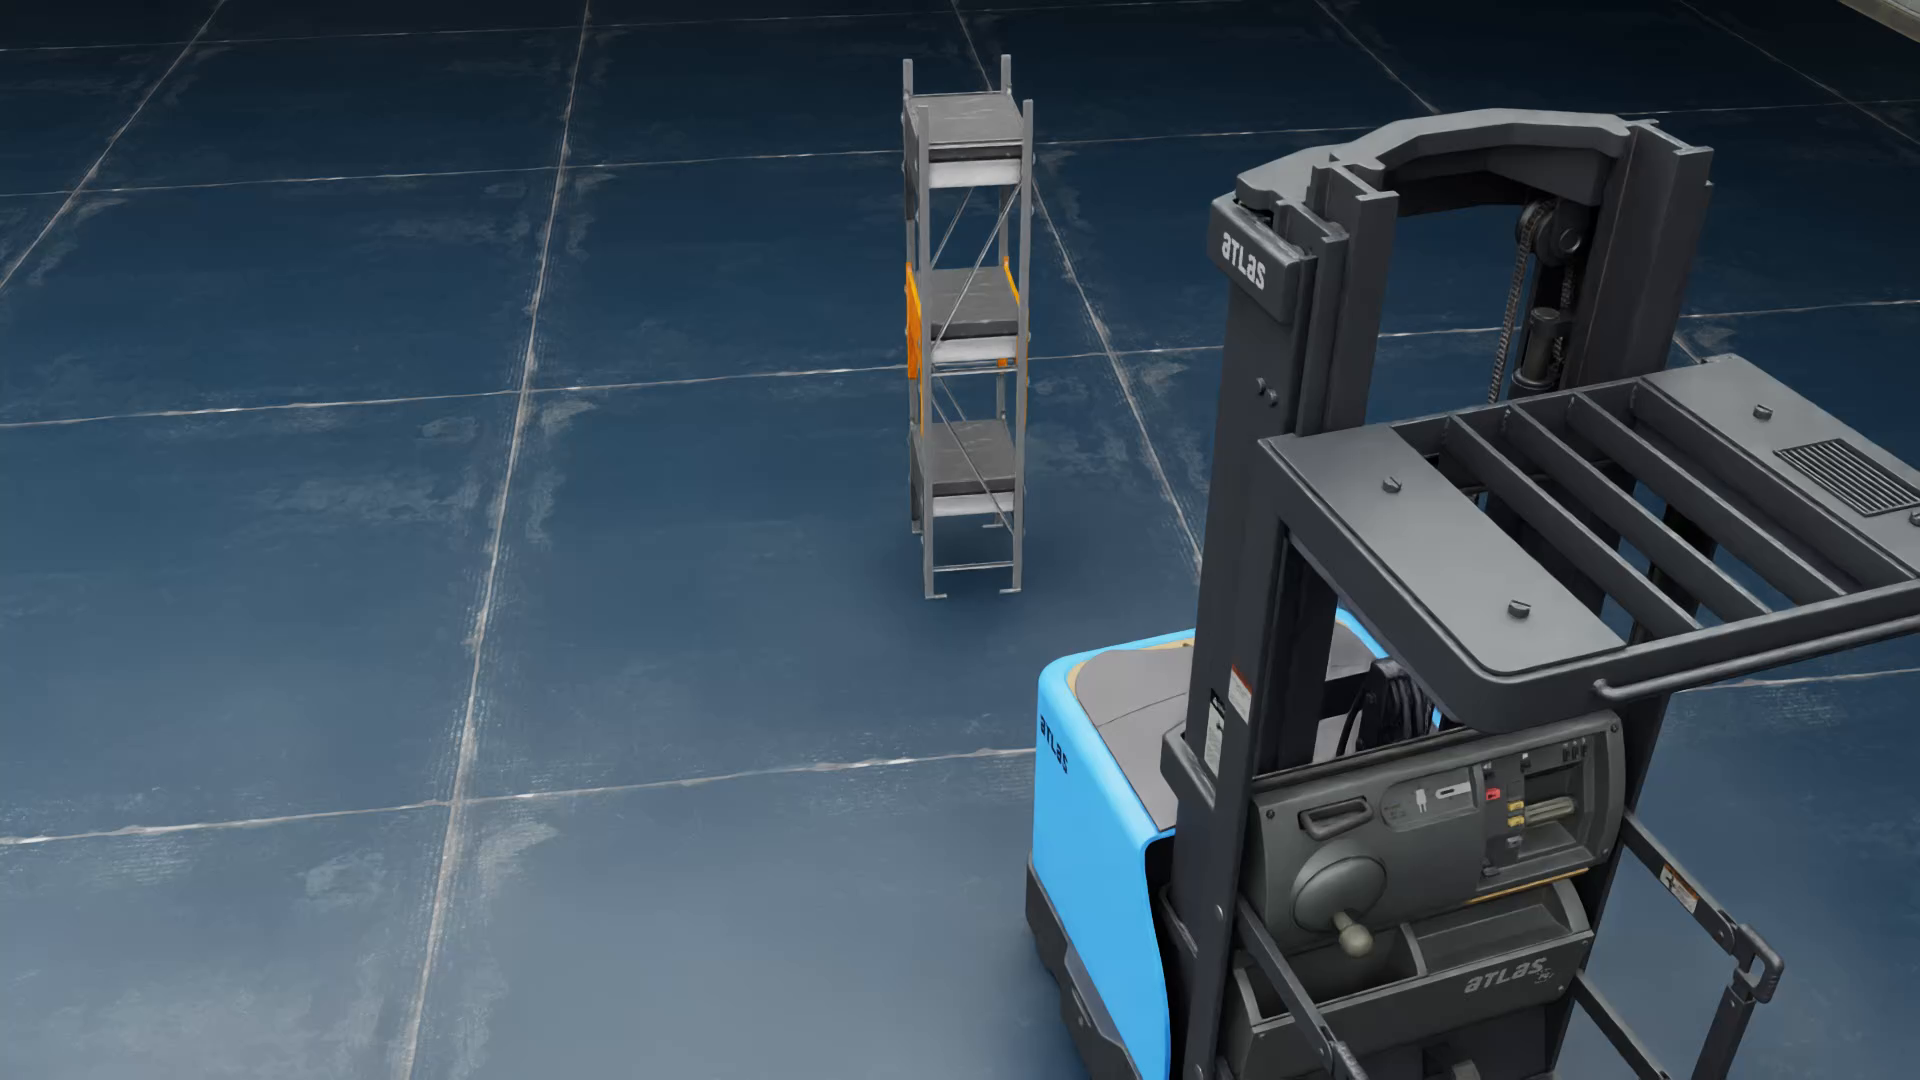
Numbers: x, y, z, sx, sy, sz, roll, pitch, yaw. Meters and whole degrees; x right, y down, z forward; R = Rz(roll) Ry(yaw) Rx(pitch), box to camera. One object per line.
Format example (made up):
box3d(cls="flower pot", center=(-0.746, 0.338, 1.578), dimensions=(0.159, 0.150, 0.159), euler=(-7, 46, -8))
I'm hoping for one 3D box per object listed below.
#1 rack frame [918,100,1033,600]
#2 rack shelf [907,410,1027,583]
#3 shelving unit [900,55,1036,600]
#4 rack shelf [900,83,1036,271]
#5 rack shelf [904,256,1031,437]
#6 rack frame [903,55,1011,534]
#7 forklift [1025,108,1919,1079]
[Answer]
box3d(cls="rack frame", center=(0.055, -0.639, 6.323), dimensions=(0.400, 2.100, 0.015), euler=(-4, 35, -6))
box3d(cls="rack shelf", center=(0.022, -0.186, 6.925), dimensions=(0.431, 0.518, 0.480), euler=(-4, 35, -6))
box3d(cls="shelving unit", center=(0.022, -0.775, 6.523), dimensions=(0.431, 2.100, 0.503), euler=(-4, 35, -6))
box3d(cls="rack shelf", center=(0.022, -1.342, 6.137), dimensions=(0.431, 0.518, 0.480), euler=(-4, 35, -6))
box3d(cls="rack shelf", center=(0.022, -0.764, 6.531), dimensions=(0.431, 0.518, 0.480), euler=(-4, 35, -6))
box3d(cls="rack frame", center=(-0.011, -0.911, 6.723), dimensions=(0.400, 2.100, 0.015), euler=(-4, 35, -6))
box3d(cls="forklift", center=(1.165, 0.725, 3.583), dimensions=(1.130, 2.935, 3.031), euler=(-11, 36, -15))
